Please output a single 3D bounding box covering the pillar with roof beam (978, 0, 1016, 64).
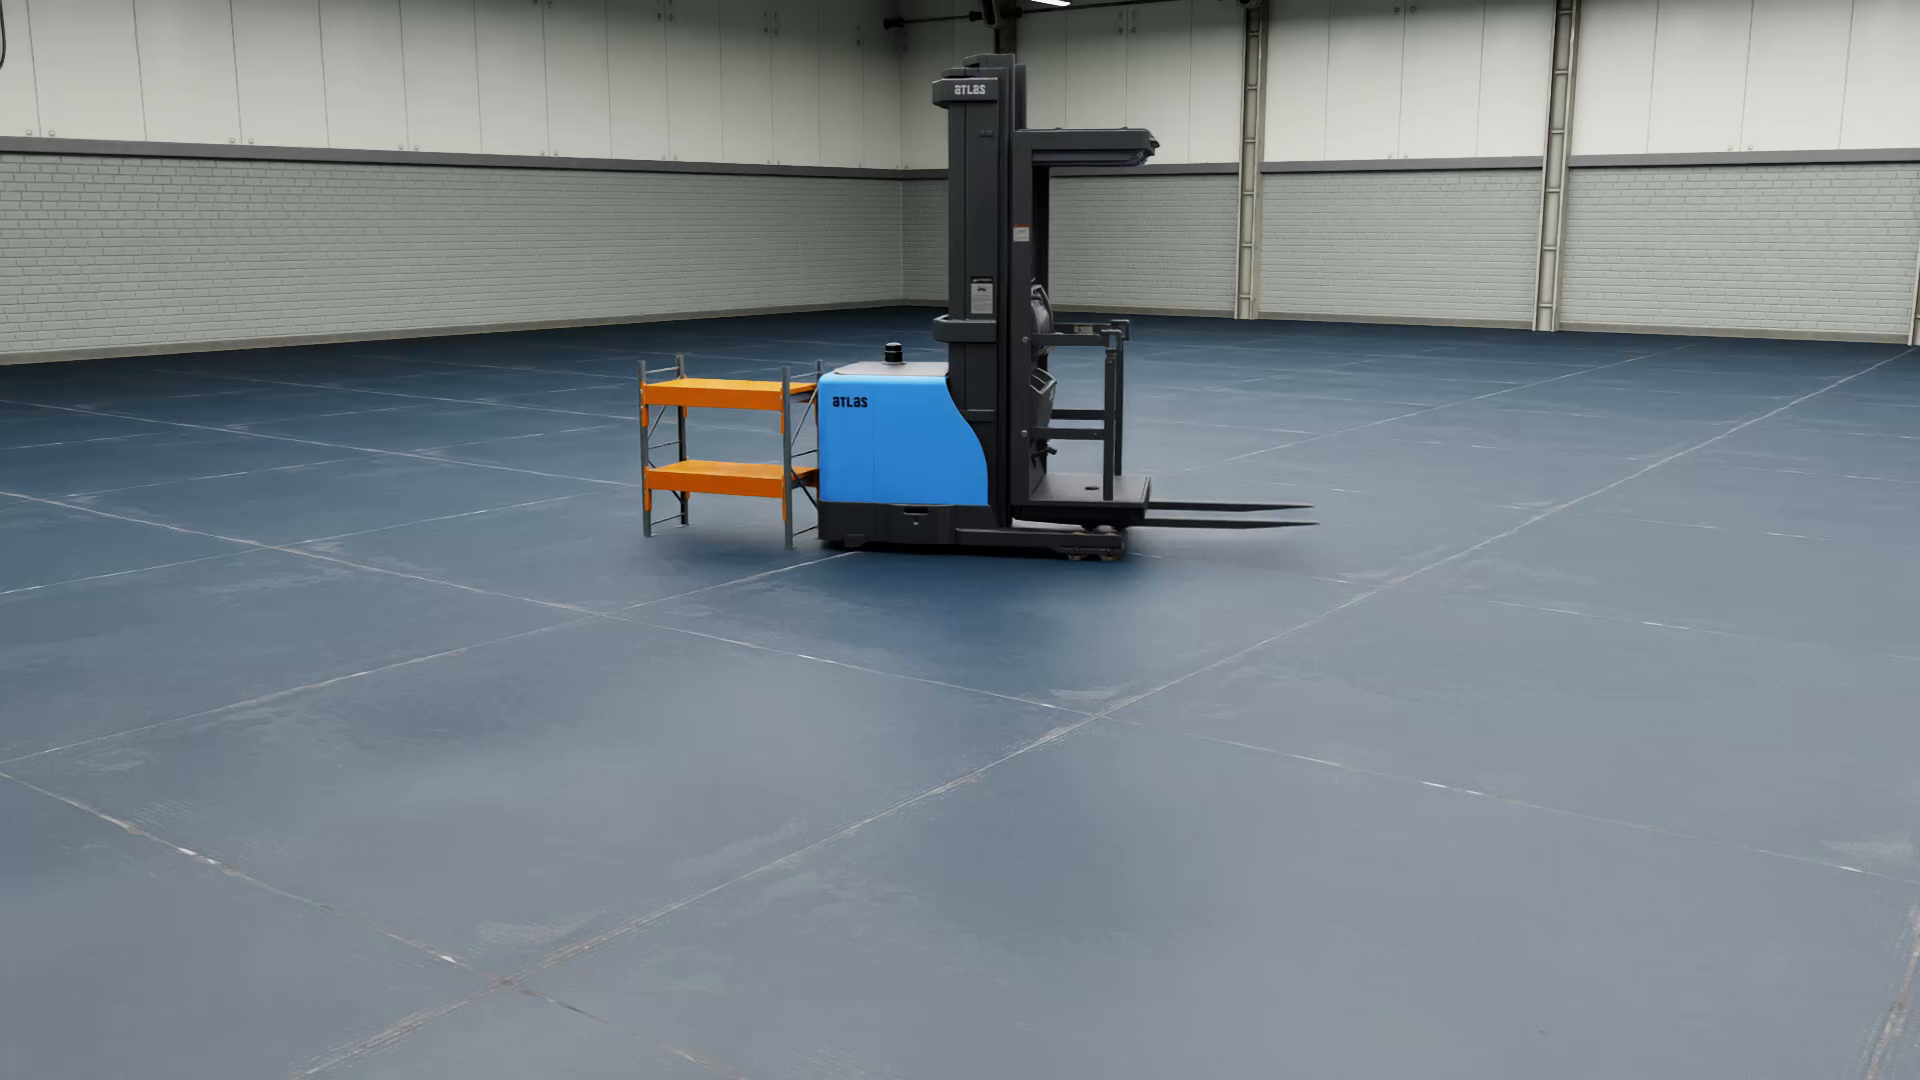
[{"bbox_3d":[-1.578,-8.917,32.932,0.548,9.000,9.100,8,13,36],"label":"pillar with roof beam"}]

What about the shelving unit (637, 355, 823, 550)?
[{"bbox_3d":[-1.439,-0.573,10.531,1.048,1.125,0.538,4,12,22],"label":"shelving unit"}]

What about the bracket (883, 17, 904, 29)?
[{"bbox_3d":[-1.485,-11.602,37.334,0.430,0.232,0.235,8,13,36],"label":"bracket"}]

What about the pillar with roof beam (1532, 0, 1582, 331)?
[{"bbox_3d":[8.094,-7.568,25.958,0.400,9.000,9.100,8,13,36],"label":"pillar with roof beam"}]

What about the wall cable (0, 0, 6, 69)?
[{"bbox_3d":[-13.635,-8.409,21.350,0.169,6.003,2.305,8,13,36],"label":"wall cable"}]

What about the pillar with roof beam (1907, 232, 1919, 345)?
[{"bbox_3d":[12.930,-6.894,22.471,0.400,9.000,9.100,8,13,36],"label":"pillar with roof beam"}]

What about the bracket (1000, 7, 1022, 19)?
[{"bbox_3d":[1.095,-11.243,35.475,0.430,0.232,0.235,8,13,36],"label":"bracket"}]

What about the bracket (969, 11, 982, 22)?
[{"bbox_3d":[0.426,-11.336,35.957,0.430,0.232,0.235,8,13,36],"label":"bracket"}]

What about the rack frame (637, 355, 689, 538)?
[{"bbox_3d":[-1.910,-0.609,10.717,0.032,1.125,0.500,4,12,22],"label":"rack frame"}]

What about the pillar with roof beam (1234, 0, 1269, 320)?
[{"bbox_3d":[3.258,-8.243,29.445,0.548,9.000,9.100,8,13,36],"label":"pillar with roof beam"}]

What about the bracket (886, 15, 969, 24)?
[{"bbox_3d":[-1.009,-11.536,36.991,3.189,0.066,0.076,8,13,36],"label":"bracket"}]

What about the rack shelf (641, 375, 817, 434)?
[{"bbox_3d":[-1.439,-0.860,10.475,1.000,0.278,0.538,4,12,22],"label":"rack shelf"}]

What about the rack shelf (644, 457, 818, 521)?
[{"bbox_3d":[-1.439,-0.333,10.577,1.000,0.278,0.538,4,12,22],"label":"rack shelf"}]

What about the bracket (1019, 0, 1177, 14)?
[{"bbox_3d":[3.171,-10.953,33.977,4.783,0.066,0.076,8,13,36],"label":"bracket"}]

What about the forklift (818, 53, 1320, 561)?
[{"bbox_3d":[0.688,-1.424,10.172,3.031,2.935,1.130,2,11,8],"label":"forklift"}]

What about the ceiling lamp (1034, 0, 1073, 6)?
[{"bbox_3d":[1.148,-11.248,29.613,0.800,3.185,2.000,8,13,36],"label":"ceiling lamp"}]

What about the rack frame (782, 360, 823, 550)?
[{"bbox_3d":[-0.967,-0.537,10.344,0.032,1.125,0.500,4,12,22],"label":"rack frame"}]
